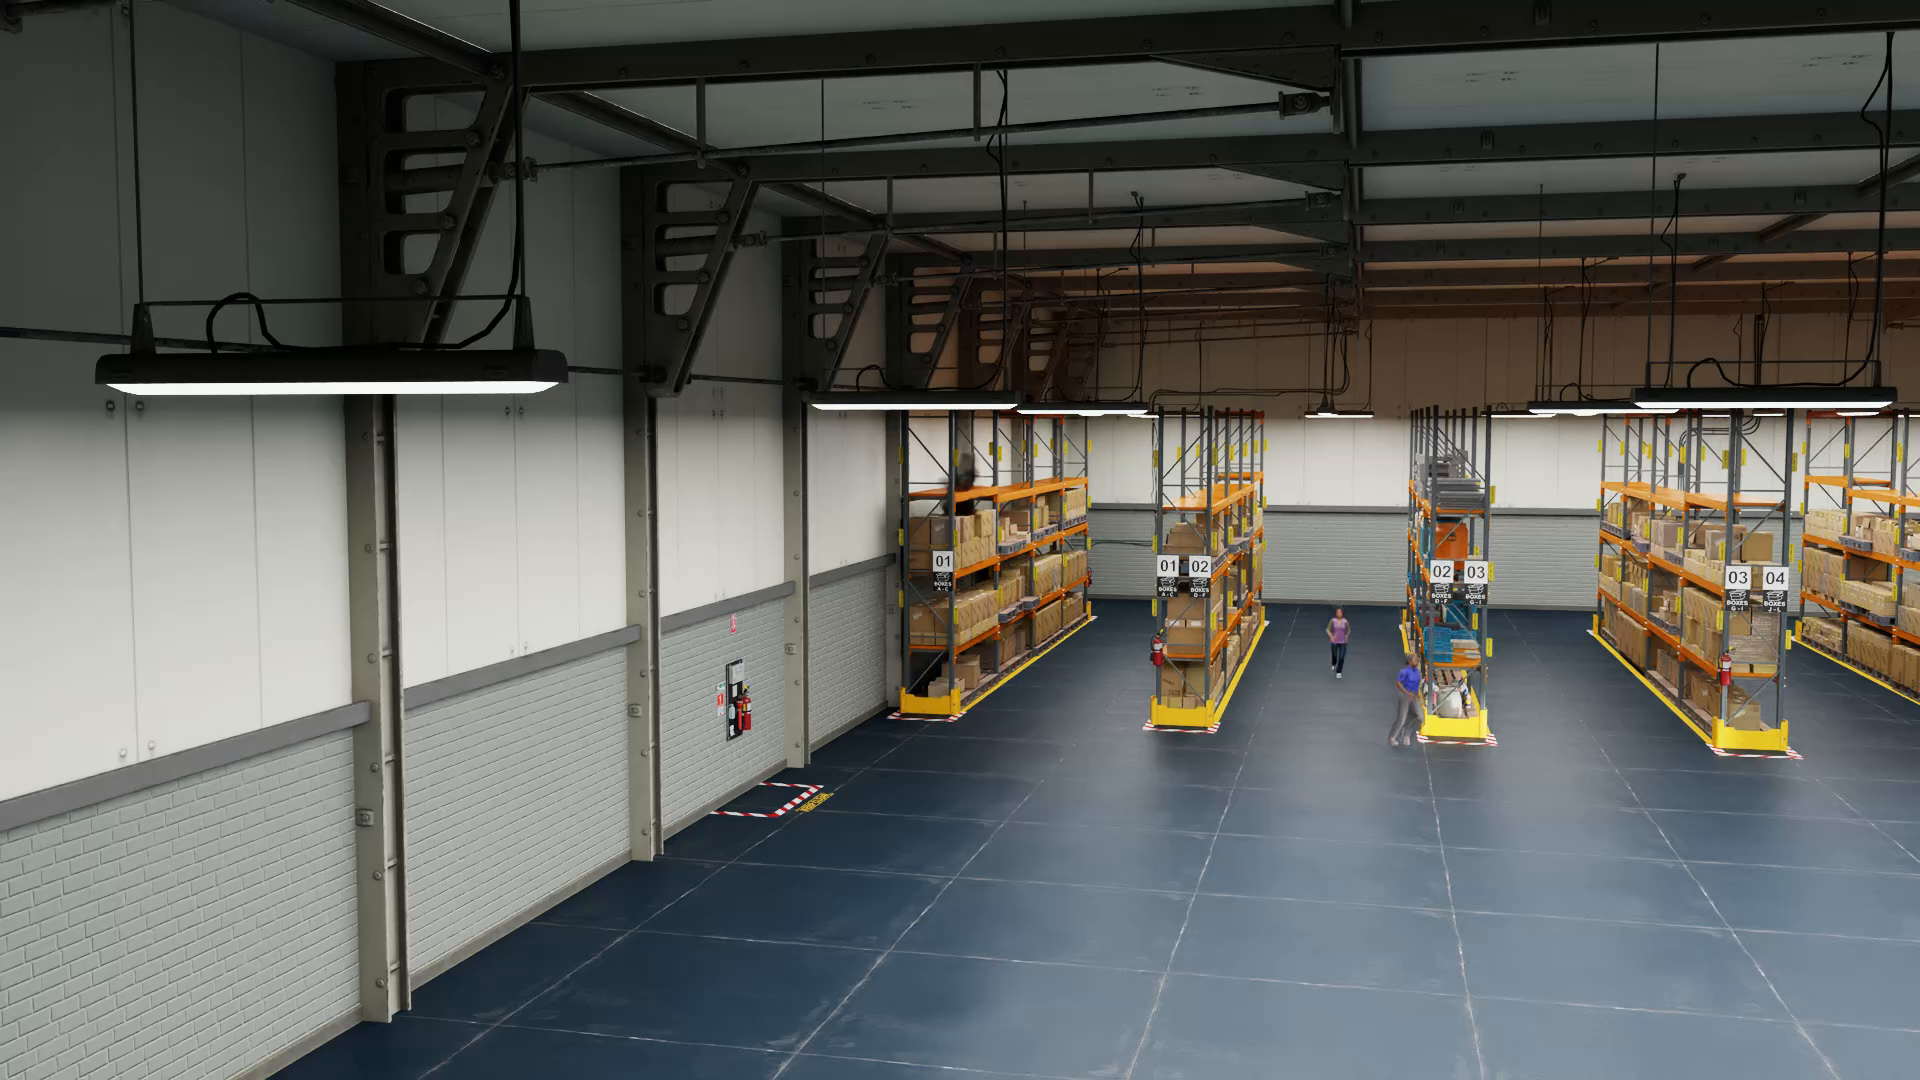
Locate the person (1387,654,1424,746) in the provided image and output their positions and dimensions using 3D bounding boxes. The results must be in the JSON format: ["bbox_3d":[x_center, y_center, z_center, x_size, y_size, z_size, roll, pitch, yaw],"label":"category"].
[{"bbox_3d":[7.941,2.816,29.335,0.642,1.617,0.609,-2,5,-30],"label":"person"}]

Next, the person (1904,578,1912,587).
[{"bbox_3d":[23.925,1.839,41.961,0.771,1.784,0.699,1,4,9],"label":"person"}]

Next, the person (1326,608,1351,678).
[{"bbox_3d":[8.428,2.292,36.999,0.534,1.554,0.552,1,4,8],"label":"person"}]
